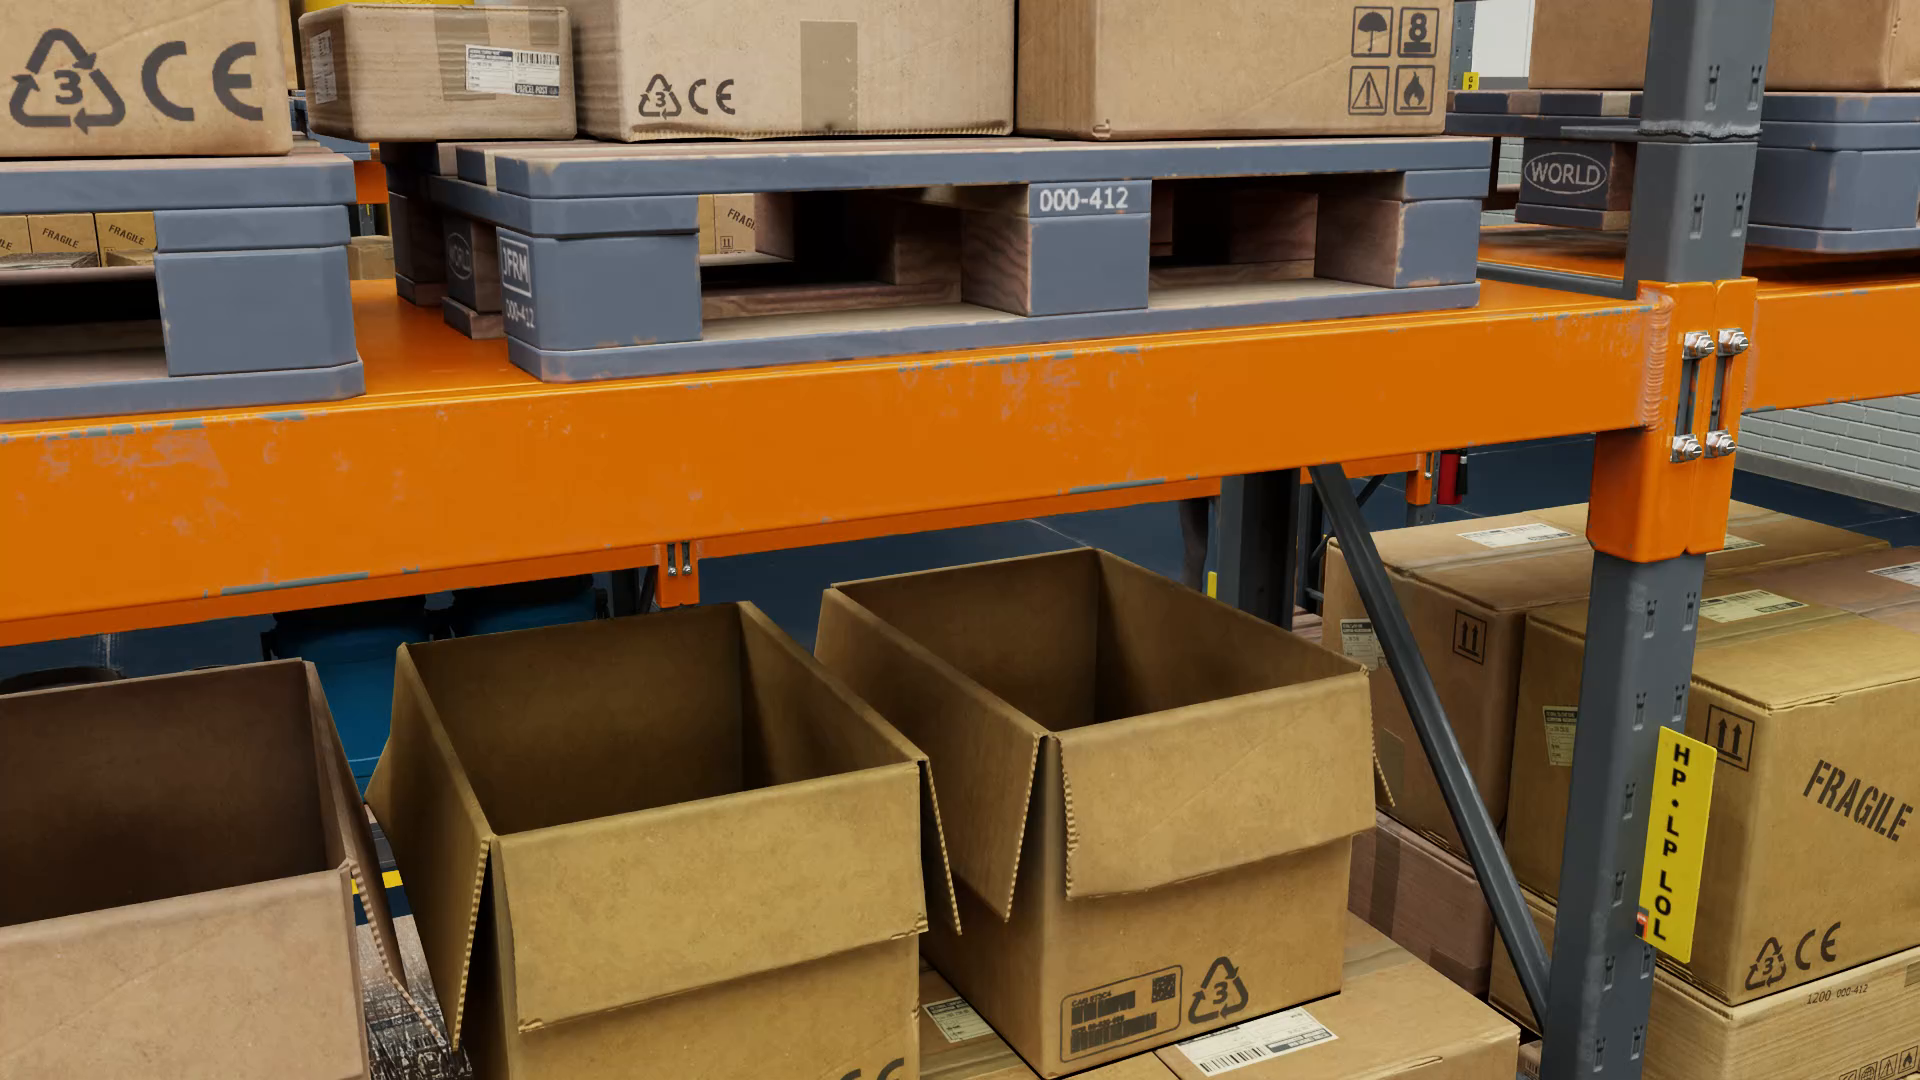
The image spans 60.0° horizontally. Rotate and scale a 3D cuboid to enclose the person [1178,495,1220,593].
[{"bbox_3d":[1.416,0.030,8.700,0.386,1.039,0.906,-4,16,-15],"label":"person"}]
